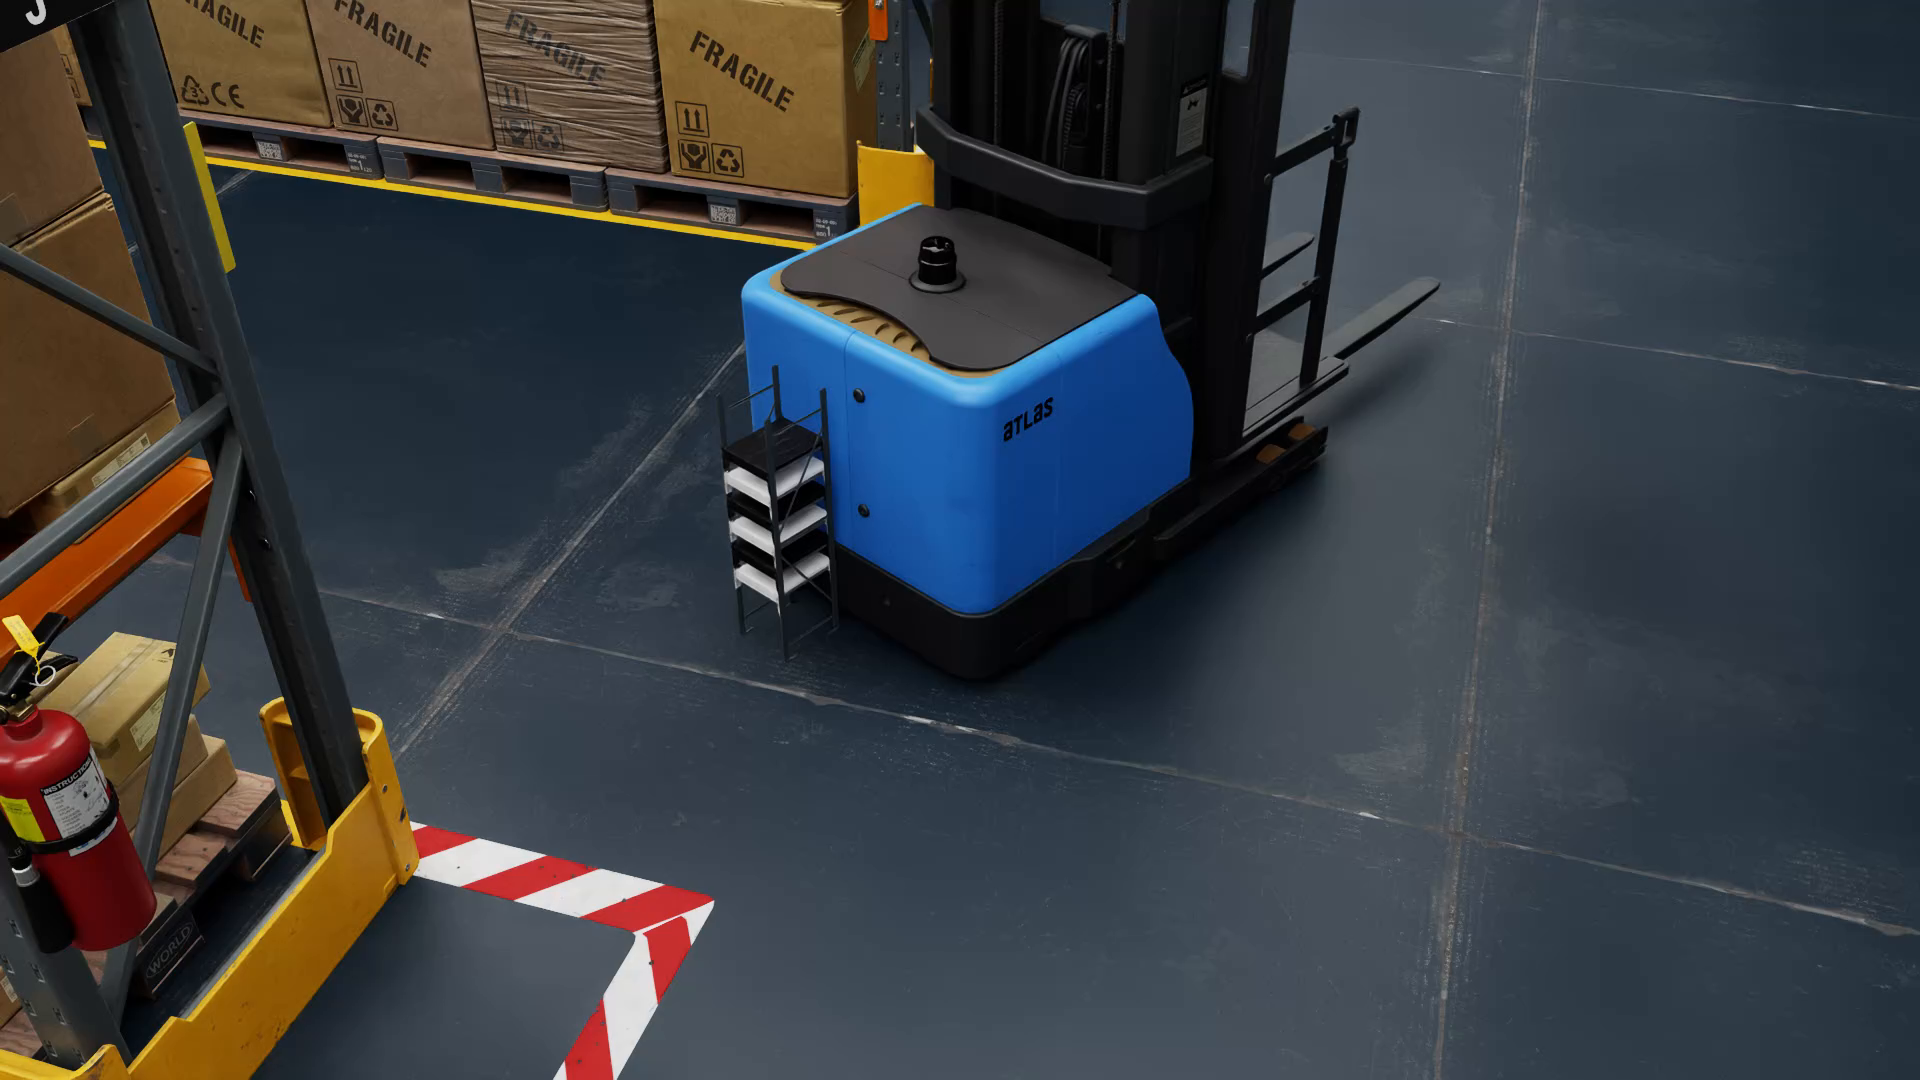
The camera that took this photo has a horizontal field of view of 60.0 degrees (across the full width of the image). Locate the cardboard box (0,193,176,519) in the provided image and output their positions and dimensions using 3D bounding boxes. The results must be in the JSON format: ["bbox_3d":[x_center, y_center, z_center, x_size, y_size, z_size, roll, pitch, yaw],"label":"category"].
[{"bbox_3d":[-2.074,-0.429,3.467,0.500,0.500,0.500,12,38,16],"label":"cardboard box"}]

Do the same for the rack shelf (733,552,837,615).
[{"bbox_3d":[-0.547,0.105,5.208,0.200,0.077,0.258,28,45,32],"label":"rack shelf"}]

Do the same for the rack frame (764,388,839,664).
[{"bbox_3d":[-0.471,-0.026,5.027,0.006,0.900,0.240,28,45,32],"label":"rack frame"}]

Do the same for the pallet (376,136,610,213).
[{"bbox_3d":[-2.100,-2.013,8.306,1.213,0.211,1.003,10,38,14],"label":"pallet"}]

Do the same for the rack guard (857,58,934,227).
[{"bbox_3d":[-0.130,-1.811,7.789,0.348,0.500,1.175,10,38,14],"label":"rack guard"}]

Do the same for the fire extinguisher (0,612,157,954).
[{"bbox_3d":[-1.625,0.454,2.983,0.183,0.674,0.296,10,38,14],"label":"fire extinguisher"}]

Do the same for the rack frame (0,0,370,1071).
[{"bbox_3d":[-1.728,-0.033,3.265,0.127,3.000,1.000,10,38,14],"label":"rack frame"}]

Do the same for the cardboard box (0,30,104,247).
[{"bbox_3d":[-2.078,-0.826,3.163,0.500,0.500,0.500,10,38,14],"label":"cardboard box"}]

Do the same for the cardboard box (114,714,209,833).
[{"bbox_3d":[-2.152,0.588,4.220,0.250,0.149,0.380,12,38,16],"label":"cardboard box"}]

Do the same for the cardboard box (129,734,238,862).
[{"bbox_3d":[-2.133,0.672,4.357,0.250,0.149,0.380,11,38,15],"label":"cardboard box"}]

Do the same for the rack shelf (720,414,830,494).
[{"bbox_3d":[-0.547,-0.257,4.941,0.200,0.077,0.258,28,45,32],"label":"rack shelf"}]

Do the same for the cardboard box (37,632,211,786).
[{"bbox_3d":[-2.127,0.421,4.196,0.250,0.149,0.380,9,37,12],"label":"cardboard box"}]

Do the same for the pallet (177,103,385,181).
[{"bbox_3d":[-3.268,-2.227,8.598,1.213,0.211,1.003,10,38,14],"label":"pallet"}]

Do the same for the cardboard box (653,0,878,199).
[{"bbox_3d":[-0.787,-2.203,7.651,0.875,0.875,0.875,10,38,14],"label":"cardboard box"}]

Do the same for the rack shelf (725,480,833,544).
[{"bbox_3d":[-0.547,-0.112,5.048,0.200,0.077,0.258,28,45,32],"label":"rack shelf"}]

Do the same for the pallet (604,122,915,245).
[{"bbox_3d":[-0.939,-1.796,8.012,1.213,0.211,1.003,10,38,14],"label":"pallet"}]

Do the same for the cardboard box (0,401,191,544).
[{"bbox_3d":[-1.940,-0.175,3.669,0.250,0.149,0.380,10,38,14],"label":"cardboard box"}]

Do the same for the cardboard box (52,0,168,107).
[{"bbox_3d":[-4.588,-2.944,8.658,0.875,0.875,1.225,11,38,14],"label":"cardboard box"}]

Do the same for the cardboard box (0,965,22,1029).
[{"bbox_3d":[-2.293,0.971,3.952,0.250,0.149,0.380,11,38,15],"label":"cardboard box"}]

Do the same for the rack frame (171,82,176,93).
[{"bbox_3d":[-3.971,-3.529,8.014,0.127,3.000,1.000,10,38,14],"label":"rack frame"}]

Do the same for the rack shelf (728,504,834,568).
[{"bbox_3d":[-0.547,-0.040,5.101,0.200,0.077,0.258,28,45,32],"label":"rack shelf"}]

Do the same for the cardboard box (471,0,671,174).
[{"bbox_3d":[-1.656,-2.364,7.870,0.875,0.875,0.875,10,38,14],"label":"cardboard box"}]

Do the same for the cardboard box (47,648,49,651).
[{"bbox_3d":[-2.628,0.323,4.329,0.250,0.149,0.380,10,38,14],"label":"cardboard box"}]

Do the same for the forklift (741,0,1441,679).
[{"bbox_3d":[0.695,-1.542,5.373,1.130,2.935,3.031,29,45,33],"label":"forklift"}]

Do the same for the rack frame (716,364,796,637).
[{"bbox_3d":[-0.623,-0.107,5.136,0.006,0.900,0.240,28,45,32],"label":"rack frame"}]

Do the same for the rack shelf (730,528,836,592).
[{"bbox_3d":[-0.547,0.033,5.155,0.200,0.077,0.258,28,45,32],"label":"rack shelf"}]

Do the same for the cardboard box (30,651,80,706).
[{"bbox_3d":[-2.426,0.441,4.170,0.250,0.149,0.380,11,38,15],"label":"cardboard box"}]

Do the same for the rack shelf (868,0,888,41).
[{"bbox_3d":[-2.062,-2.886,7.747,4.000,0.370,1.077,10,38,14],"label":"rack shelf"}]

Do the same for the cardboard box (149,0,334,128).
[{"bbox_3d":[-3.365,-2.680,8.299,0.875,0.875,0.875,10,38,14],"label":"cardboard box"}]

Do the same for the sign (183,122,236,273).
[{"bbox_3d":[-1.567,-0.689,3.425,0.005,0.325,0.100,10,38,14],"label":"sign"}]

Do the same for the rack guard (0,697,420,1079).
[{"bbox_3d":[-1.801,0.960,4.024,0.348,0.500,1.175,10,38,14],"label":"rack guard"}]

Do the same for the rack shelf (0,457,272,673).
[{"bbox_3d":[-3.637,-0.097,3.958,4.000,0.370,1.077,10,38,14],"label":"rack shelf"}]

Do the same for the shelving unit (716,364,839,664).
[{"bbox_3d":[-0.547,-0.067,5.081,0.210,0.900,0.258,28,45,32],"label":"shelving unit"}]

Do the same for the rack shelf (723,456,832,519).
[{"bbox_3d":[-0.547,-0.185,4.994,0.200,0.077,0.258,28,45,32],"label":"rack shelf"}]

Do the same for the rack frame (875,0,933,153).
[{"bbox_3d":[-0.153,-2.822,7.054,0.127,3.000,1.000,10,38,14],"label":"rack frame"}]

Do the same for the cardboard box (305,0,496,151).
[{"bbox_3d":[-2.506,-2.521,8.083,0.875,0.875,0.875,10,38,14],"label":"cardboard box"}]

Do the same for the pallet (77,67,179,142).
[{"bbox_3d":[-4.730,-2.500,8.968,1.213,0.211,1.003,10,38,14],"label":"pallet"}]

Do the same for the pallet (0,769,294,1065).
[{"bbox_3d":[-2.566,0.913,4.332,1.213,0.211,1.003,10,38,14],"label":"pallet"}]
